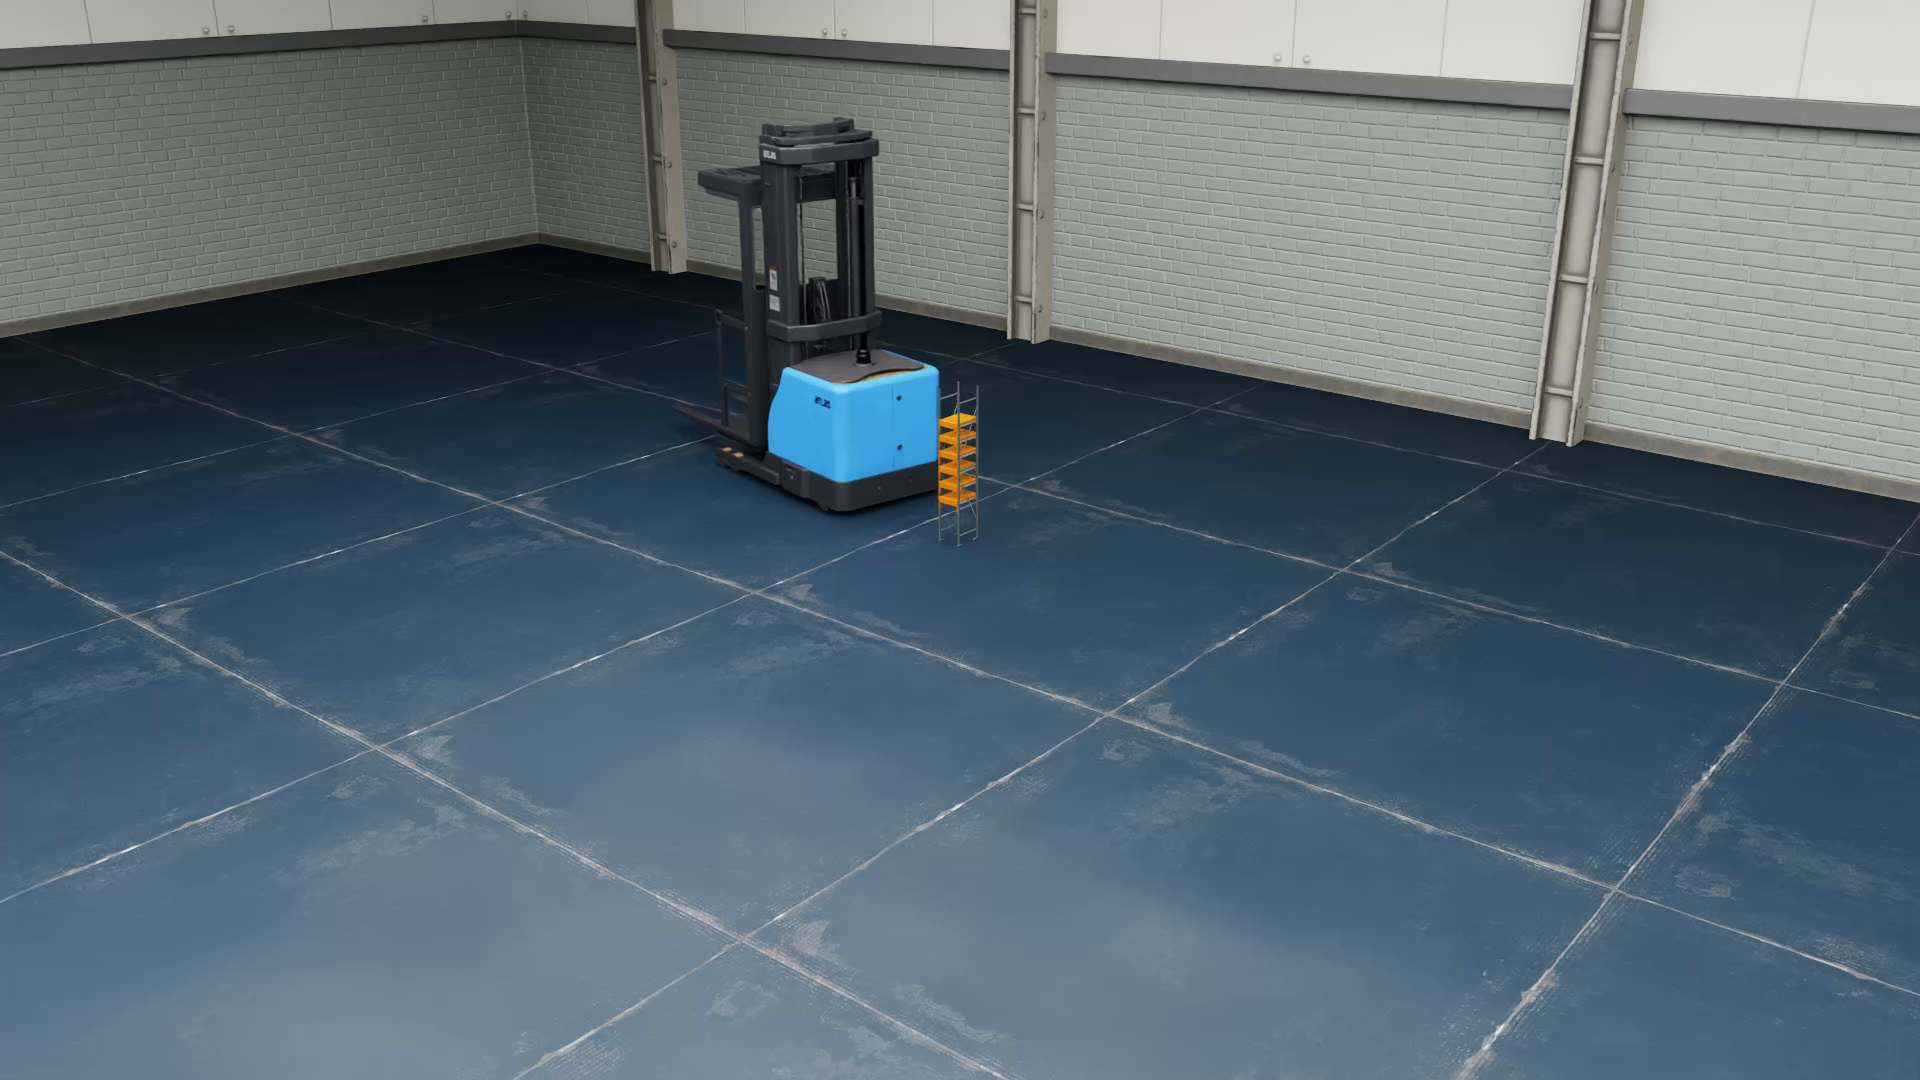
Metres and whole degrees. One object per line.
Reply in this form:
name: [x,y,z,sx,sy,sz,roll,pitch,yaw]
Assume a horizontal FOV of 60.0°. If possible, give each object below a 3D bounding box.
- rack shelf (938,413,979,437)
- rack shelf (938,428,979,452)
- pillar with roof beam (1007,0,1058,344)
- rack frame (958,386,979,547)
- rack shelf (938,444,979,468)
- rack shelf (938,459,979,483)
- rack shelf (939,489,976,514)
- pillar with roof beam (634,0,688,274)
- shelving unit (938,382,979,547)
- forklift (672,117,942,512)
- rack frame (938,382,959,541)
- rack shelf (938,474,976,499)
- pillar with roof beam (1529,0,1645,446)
rack shelf: [-0.011,-0.860,12.354,0.180,0.103,0.258,16,26,36]
rack shelf: [-0.011,-0.748,12.396,0.180,0.103,0.258,16,26,36]
pillar with roof beam: [-1.949,-5.295,13.956,0.400,9.000,9.100,16,26,36]
rack frame: [0.060,-0.544,12.411,0.006,1.200,0.240,16,26,36]
rack shelf: [-0.011,-0.635,12.438,0.180,0.103,0.258,16,26,36]
rack shelf: [-0.011,-0.523,12.481,0.180,0.103,0.258,16,26,36]
rack shelf: [-0.011,-0.298,12.565,0.180,0.103,0.258,16,26,36]
pillar with roof beam: [-6.597,-6.634,17.506,0.400,9.000,9.100,16,26,36]
shelving unit: [-0.011,-0.565,12.465,0.189,1.200,0.258,16,26,36]
forklift: [-1.456,-2.047,13.943,1.130,2.935,3.031,-15,26,-35]
rack frame: [-0.082,-0.585,12.519,0.006,1.200,0.240,16,26,36]
rack shelf: [-0.011,-0.411,12.523,0.180,0.103,0.258,16,26,36]
pillar with roof beam: [2.700,-3.956,10.406,0.400,9.000,9.100,16,26,36]
